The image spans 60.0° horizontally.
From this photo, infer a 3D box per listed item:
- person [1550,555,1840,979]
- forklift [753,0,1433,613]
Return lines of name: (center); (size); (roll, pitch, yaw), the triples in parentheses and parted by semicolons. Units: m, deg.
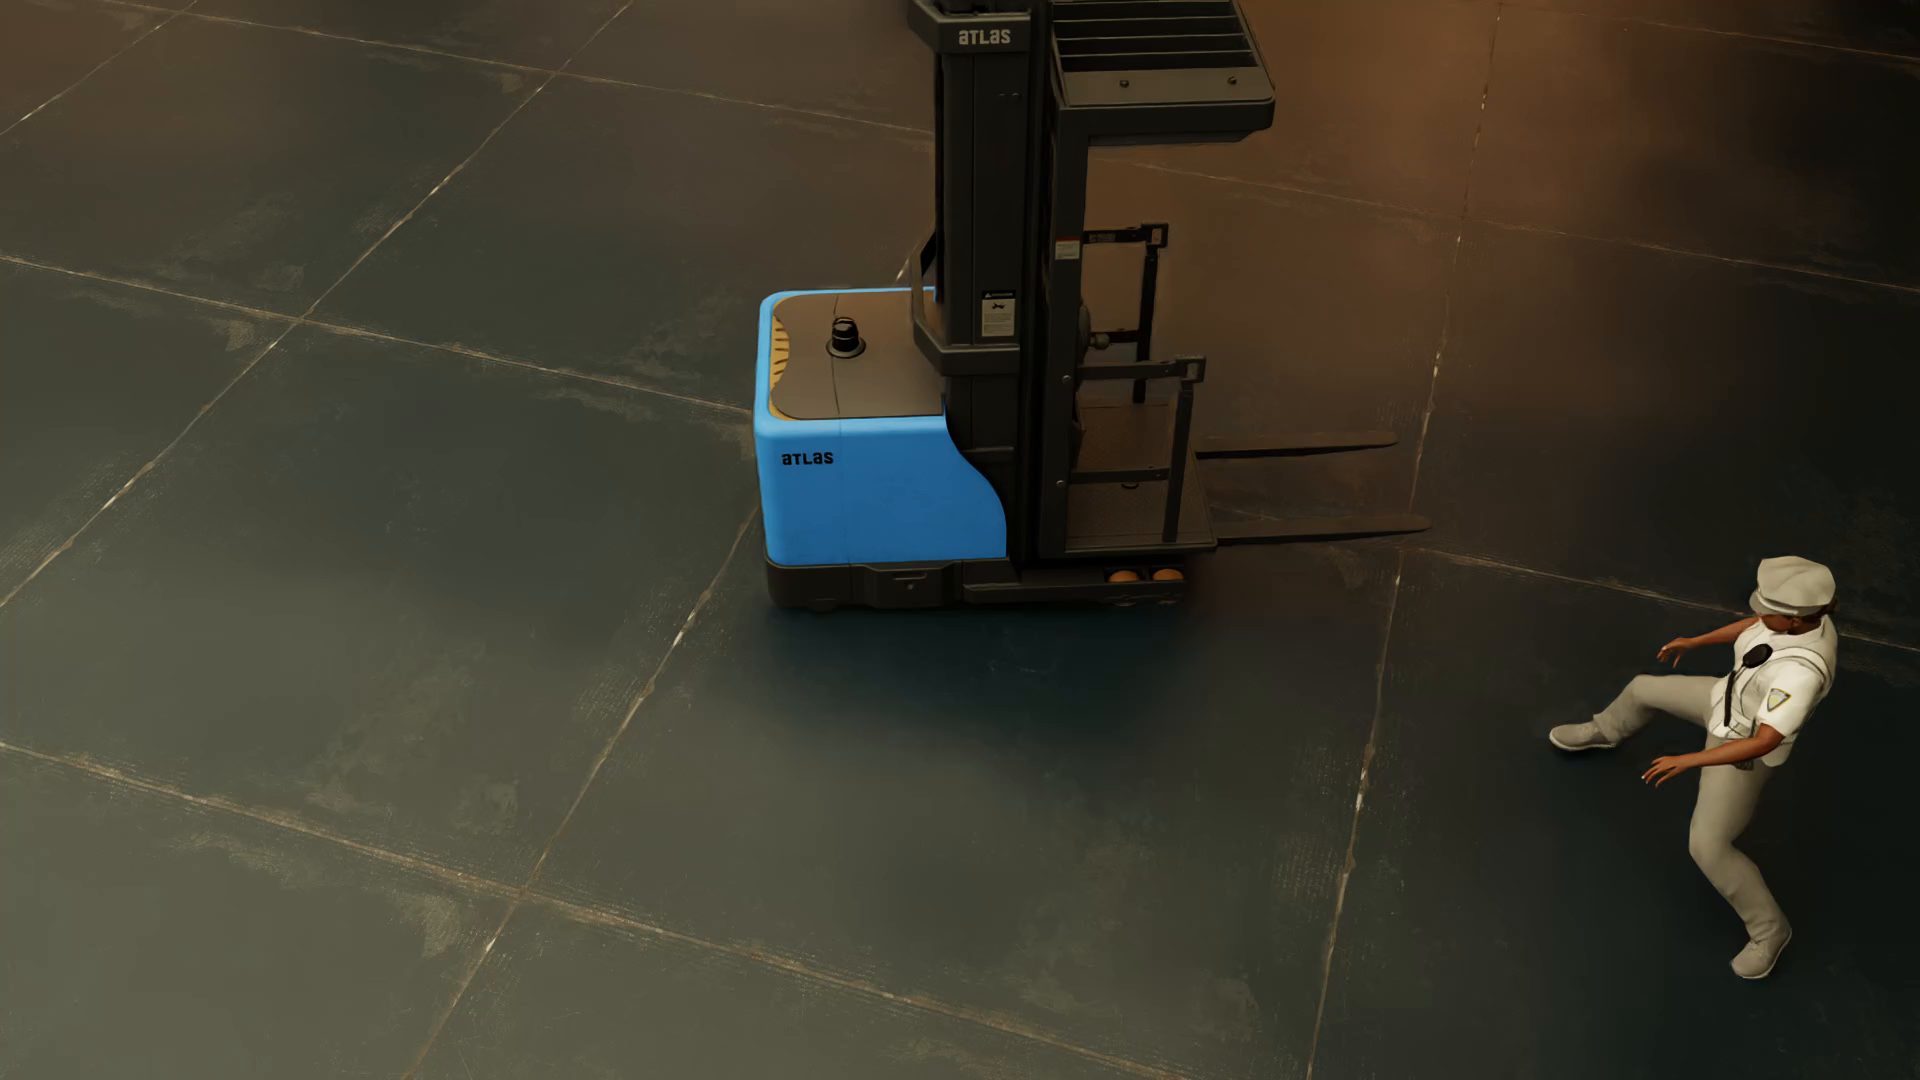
person: (2.749, 0.677, 6.050); (0.929, 1.509, 1.026); (14, 45, 14)
forklift: (0.625, -1.134, 6.908); (3.031, 2.935, 1.130); (-2, 43, -2)
